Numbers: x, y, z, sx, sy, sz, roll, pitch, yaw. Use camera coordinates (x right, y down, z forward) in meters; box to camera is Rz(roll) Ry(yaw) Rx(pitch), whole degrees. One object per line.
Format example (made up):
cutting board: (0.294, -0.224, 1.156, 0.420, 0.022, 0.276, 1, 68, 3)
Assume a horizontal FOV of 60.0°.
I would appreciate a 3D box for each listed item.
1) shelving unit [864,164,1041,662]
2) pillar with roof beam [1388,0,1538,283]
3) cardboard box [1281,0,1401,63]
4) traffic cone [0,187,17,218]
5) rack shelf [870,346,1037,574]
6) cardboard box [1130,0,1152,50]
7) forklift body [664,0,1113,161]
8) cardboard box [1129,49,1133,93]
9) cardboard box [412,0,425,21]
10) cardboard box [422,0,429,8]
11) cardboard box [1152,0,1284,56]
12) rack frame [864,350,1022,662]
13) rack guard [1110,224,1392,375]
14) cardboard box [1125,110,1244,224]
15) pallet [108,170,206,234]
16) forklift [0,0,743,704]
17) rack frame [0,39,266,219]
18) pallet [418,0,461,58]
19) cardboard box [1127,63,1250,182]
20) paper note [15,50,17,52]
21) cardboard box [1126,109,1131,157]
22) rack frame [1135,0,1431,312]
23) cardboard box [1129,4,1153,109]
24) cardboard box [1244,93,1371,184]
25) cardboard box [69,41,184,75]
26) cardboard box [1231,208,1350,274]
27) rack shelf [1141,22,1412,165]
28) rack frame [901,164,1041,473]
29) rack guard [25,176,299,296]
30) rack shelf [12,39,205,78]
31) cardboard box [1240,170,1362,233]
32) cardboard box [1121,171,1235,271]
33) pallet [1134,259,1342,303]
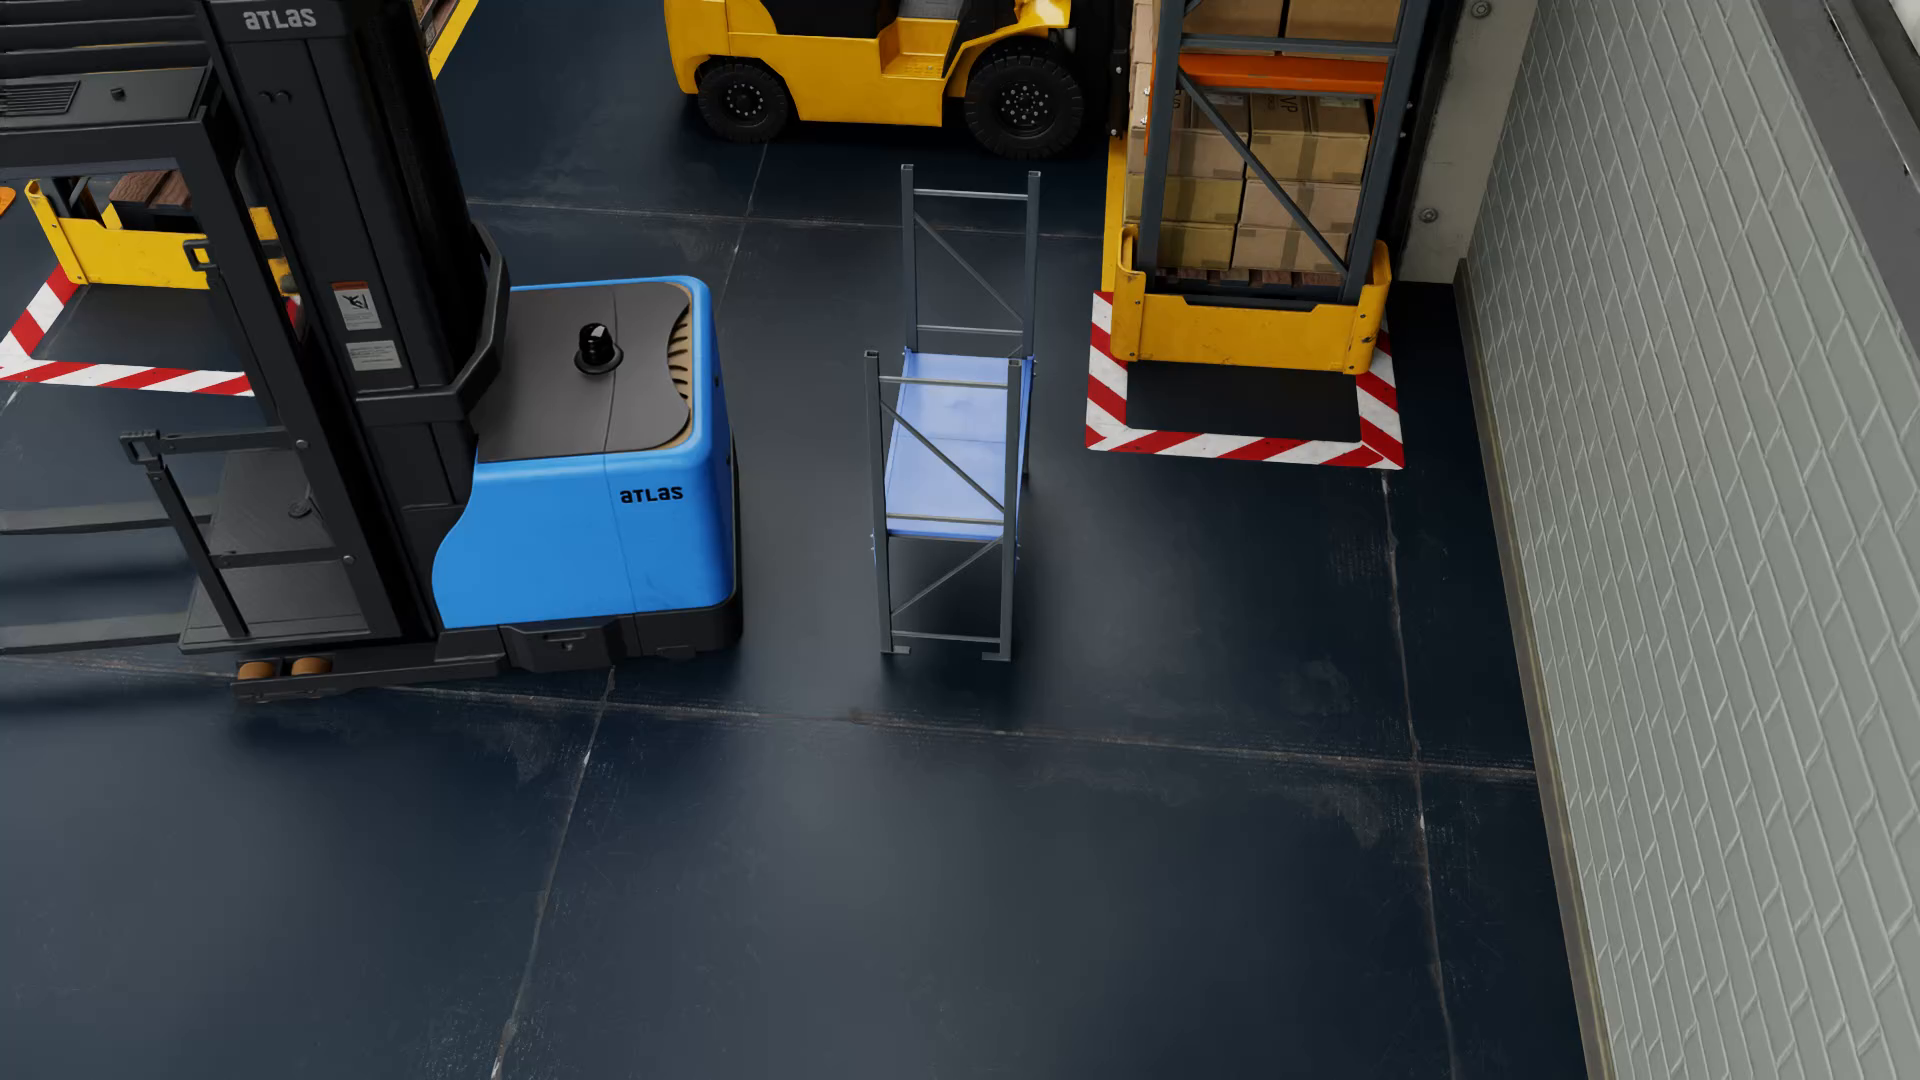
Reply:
shelving unit: (-0.008, -0.443, 6.165, 0.538, 1.500, 1.048, 4, 48, 4)
pillar with roof beam: (-2.048, -4.698, 4.975, 9.100, 9.000, 0.400, 4, 48, 4)
cardboard box: (1.600, -2.312, 6.790, 0.500, 0.500, 0.500, 5, 48, 5)
traffic cone: (-4.911, -1.811, 8.118, 0.336, 0.463, 0.334, 4, 48, 4)
rack shelf: (-0.008, -0.322, 6.298, 0.538, 0.185, 1.000, 4, 48, 4)
cardboard box: (1.086, -2.591, 8.014, 0.500, 0.250, 0.500, 4, 48, 4)
forklift body: (-0.366, -3.163, 8.211, 2.313, 2.155, 1.214, 4, 48, 4)
cardboard box: (1.094, -2.443, 8.217, 0.500, 0.250, 0.500, 3, 48, 3)
cardboard box: (-3.225, -2.828, 8.909, 0.500, 0.250, 0.500, 7, 48, 6)
cardboard box: (-3.177, -3.199, 9.248, 0.500, 0.250, 0.500, 5, 48, 4)
cardboard box: (1.061, -2.346, 6.821, 0.500, 0.500, 0.500, 3, 48, 3)
rack frame: (-0.054, -0.070, 5.824, 0.500, 1.500, 0.032, 4, 48, 4)
rack guard: (1.276, -1.072, 7.417, 1.175, 0.500, 0.348, 4, 48, 4)
cardboard box: (1.011, -1.694, 7.533, 0.500, 0.250, 0.500, 3, 48, 3)
pallet: (-3.549, -1.973, 8.438, 1.003, 0.211, 1.213, 4, 48, 4)
forklift: (-2.383, -0.794, 5.516, 3.031, 2.935, 1.130, -5, 48, -4)
rack frame: (-3.665, -2.264, 6.814, 1.000, 3.000, 0.127, 4, 48, 4)
pallet: (-3.435, -2.868, 9.256, 1.003, 0.211, 1.213, 4, 48, 4)
cardboard box: (1.009, -1.844, 7.331, 0.500, 0.250, 0.500, 5, 48, 5)
paper note: (-5.335, -2.701, 9.233, 0.148, 0.019, 0.142, 19, 50, 17)
cardboard box: (1.061, -1.878, 8.040, 0.500, 0.250, 0.500, 4, 48, 4)
rack frame: (1.278, -1.933, 6.511, 1.000, 3.000, 0.127, 4, 48, 4)
cardboard box: (1.050, -2.219, 7.674, 0.500, 0.250, 0.500, 5, 48, 4)
cardboard box: (1.510, -1.825, 7.313, 0.500, 0.250, 0.500, 3, 48, 3)
cardboard box: (-3.852, -2.337, 7.951, 0.500, 0.500, 0.500, 4, 48, 4)
cardboard box: (1.518, -1.495, 7.689, 0.500, 0.250, 0.500, 4, 48, 4)
rack shelf: (1.460, -3.160, 8.121, 1.077, 0.370, 4.000, 4, 48, 4)
rack frame: (0.039, -0.817, 6.507, 0.500, 1.500, 0.032, 4, 48, 4)
rack guard: (-3.658, -1.476, 7.787, 1.175, 0.500, 0.348, 4, 48, 4)
rack shelf: (-3.483, -3.491, 8.424, 1.077, 0.370, 4.000, 4, 48, 4)
cardboard box: (1.528, -1.647, 7.490, 0.500, 0.250, 0.500, 5, 48, 4)
cardboard box: (1.006, -1.513, 7.706, 0.500, 0.250, 0.500, 4, 48, 4)
pallet: (1.306, -1.557, 8.057, 1.003, 0.211, 1.213, 4, 48, 4)
